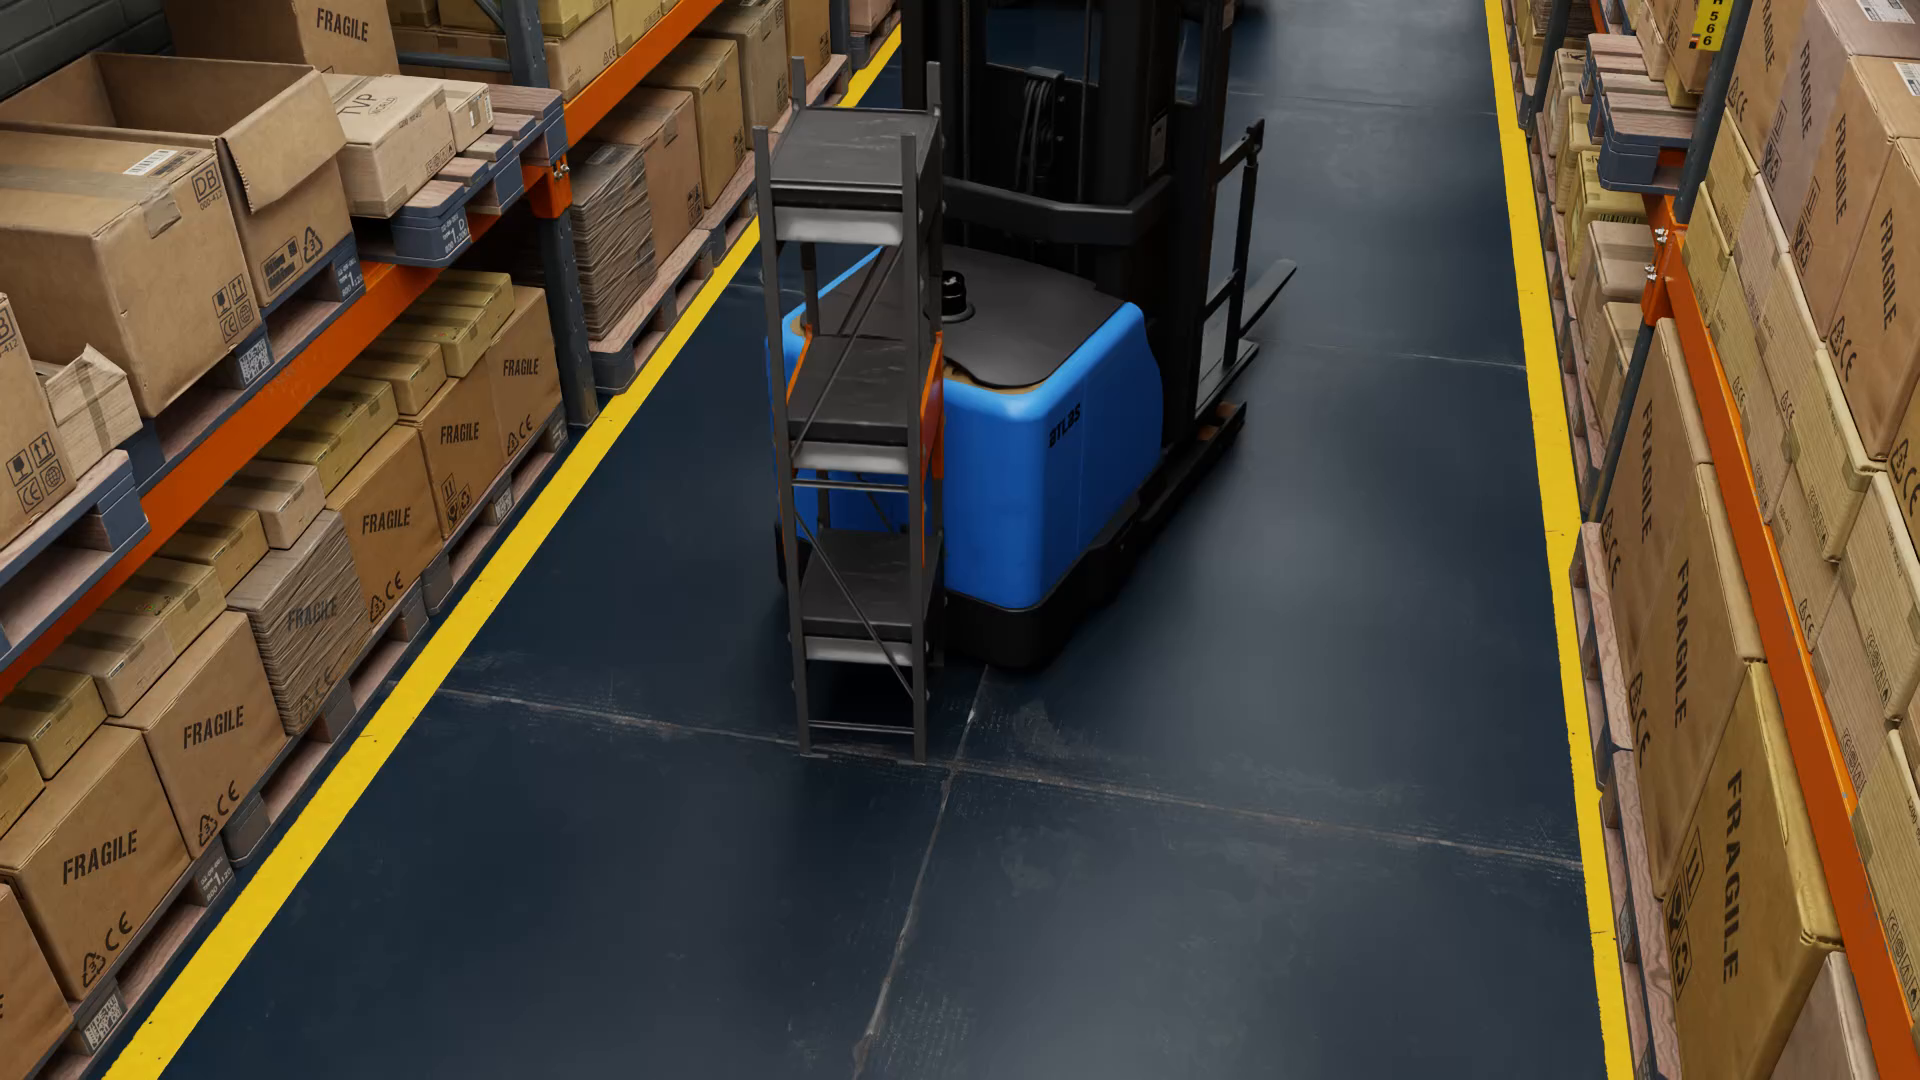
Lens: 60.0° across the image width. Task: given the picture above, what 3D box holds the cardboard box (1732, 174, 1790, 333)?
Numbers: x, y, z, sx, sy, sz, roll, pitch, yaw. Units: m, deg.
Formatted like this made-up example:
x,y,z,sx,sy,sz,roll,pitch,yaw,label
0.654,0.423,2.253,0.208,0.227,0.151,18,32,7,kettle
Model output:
x,y,z,sx,sy,sz,roll,pitch,yaw,label
2.376,-0.735,4.410,0.500,0.250,0.500,8,37,11,cardboard box

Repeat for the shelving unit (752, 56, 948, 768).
x,y,z,sx,sy,sz,roll,pitch,yaw,label
-0.281,-0.290,4.860,0.431,2.100,0.503,4,36,5,shelving unit

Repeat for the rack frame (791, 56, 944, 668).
x,y,z,sx,sy,sz,roll,pitch,yaw,label
-0.254,-0.432,5.057,0.400,2.100,0.015,4,36,5,rack frame

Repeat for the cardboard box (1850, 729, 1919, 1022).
x,y,z,sx,sy,sz,roll,pitch,yaw,label
1.942,0.625,2.960,0.500,0.250,0.500,7,36,9,cardboard box

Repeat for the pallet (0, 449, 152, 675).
x,y,z,sx,sy,sz,roll,pitch,yaw,label
-2.590,0.158,3.640,1.003,0.211,1.213,7,37,10,pallet

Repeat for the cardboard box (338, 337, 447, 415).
x,y,z,sx,sy,sz,roll,pitch,yaw,label
-1.998,-0.569,5.698,0.380,0.149,0.250,6,36,8,cardboard box

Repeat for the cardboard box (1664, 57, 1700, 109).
x,y,z,sx,sy,sz,roll,pitch,yaw,label
2.664,-1.597,5.754,0.380,0.149,0.250,8,37,11,cardboard box

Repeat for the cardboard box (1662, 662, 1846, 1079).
x,y,z,sx,sy,sz,roll,pitch,yaw,label
2.222,0.950,3.835,0.875,0.875,0.875,8,37,11,cardboard box

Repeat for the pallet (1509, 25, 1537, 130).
x,y,z,sx,sy,sz,roll,pitch,yaw,label
3.800,-2.702,9.799,1.003,0.211,1.213,7,37,10,pallet

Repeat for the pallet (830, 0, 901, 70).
x,y,z,sx,sy,sz,roll,pitch,yaw,label
-0.948,-3.384,10.739,1.003,0.211,1.213,7,37,10,pallet

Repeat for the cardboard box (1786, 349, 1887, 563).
x,y,z,sx,sy,sz,roll,pitch,yaw,label
2.137,-0.161,3.619,0.500,0.250,0.500,8,37,11,cardboard box

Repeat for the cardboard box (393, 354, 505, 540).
x,y,z,sx,sy,sz,roll,pitch,yaw,label
-2.010,-0.372,5.979,0.500,0.500,0.500,7,36,9,cardboard box

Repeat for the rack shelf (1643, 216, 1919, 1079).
x,y,z,sx,sy,sz,roll,pitch,yaw,label
2.410,0.289,3.908,1.077,0.370,4.000,7,37,10,rack shelf

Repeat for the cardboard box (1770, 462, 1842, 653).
x,y,z,sx,sy,sz,roll,pitch,yaw,label
2.175,0.041,3.765,0.500,0.250,0.500,7,37,10,cardboard box

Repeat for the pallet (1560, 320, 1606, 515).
x,y,z,sx,sy,sz,roll,pitch,yaw,label
3.006,-0.468,6.715,1.003,0.211,1.213,7,37,10,pallet

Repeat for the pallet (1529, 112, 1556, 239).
x,y,z,sx,sy,sz,roll,pitch,yaw,label
3.527,-1.866,8.645,1.003,0.211,1.213,7,37,10,pallet

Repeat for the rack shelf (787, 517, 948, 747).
x,y,z,sx,sy,sz,roll,pitch,yaw,label
-0.281,0.288,5.279,0.431,0.518,0.480,4,36,5,rack shelf

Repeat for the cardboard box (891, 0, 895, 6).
x,y,z,sx,sy,sz,roll,pitch,yaw,label
-0.638,-3.648,10.712,0.500,0.250,0.500,7,36,9,cardboard box

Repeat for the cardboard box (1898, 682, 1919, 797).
x,y,z,sx,sy,sz,roll,pitch,yaw,label
1.939,0.432,2.800,0.500,0.250,0.500,8,37,11,cardboard box

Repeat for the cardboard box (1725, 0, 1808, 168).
x,y,z,sx,sy,sz,roll,pitch,yaw,label
2.493,-1.342,4.608,0.500,0.500,0.500,6,36,8,cardboard box

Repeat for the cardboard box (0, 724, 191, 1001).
x,y,z,sx,sy,sz,roll,pitch,yaw,label
-2.440,0.811,4.347,0.500,0.500,0.500,7,36,9,cardboard box

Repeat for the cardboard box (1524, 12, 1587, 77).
x,y,z,sx,sy,sz,roll,pitch,yaw,label
3.555,-2.871,9.641,0.500,0.250,0.500,9,37,12,cardboard box

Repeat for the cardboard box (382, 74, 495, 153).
x,y,z,sx,sy,sz,roll,pitch,yaw,label
-1.778,-1.412,5.499,0.380,0.149,0.250,8,37,11,cardboard box

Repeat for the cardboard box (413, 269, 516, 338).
x,y,z,sx,sy,sz,roll,pitch,yaw,label
-1.871,-0.875,6.120,0.380,0.149,0.250,6,36,8,cardboard box

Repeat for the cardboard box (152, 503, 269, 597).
x,y,z,sx,sy,sz,roll,pitch,yaw,label
-2.284,0.017,4.890,0.380,0.149,0.250,7,37,10,cardboard box

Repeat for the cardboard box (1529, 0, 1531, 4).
x,y,z,sx,sy,sz,roll,pitch,yaw,label
3.663,-3.467,9.824,0.500,0.500,0.500,8,37,11,cardboard box

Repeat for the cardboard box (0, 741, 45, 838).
x,y,z,sx,sy,sz,roll,pitch,yaw,label
-2.503,0.614,4.066,0.380,0.149,0.250,6,36,8,cardboard box

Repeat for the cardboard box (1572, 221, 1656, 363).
x,y,z,sx,sy,sz,roll,pitch,yaw,label
3.117,-1.002,6.957,0.950,0.372,0.625,7,36,9,cardboard box

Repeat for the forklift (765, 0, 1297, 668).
x,y,z,sx,sy,sz,roll,pitch,yaw,label
0.512,-1.605,5.966,1.130,2.935,3.031,18,40,23,forklift

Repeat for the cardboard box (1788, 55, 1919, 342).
x,y,z,sx,sy,sz,roll,pitch,yaw,label
2.271,-0.762,3.808,0.500,0.500,0.500,8,37,11,cardboard box

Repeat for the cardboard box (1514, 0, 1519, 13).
x,y,z,sx,sy,sz,roll,pitch,yaw,label
3.772,-3.469,10.465,0.500,0.250,0.500,8,37,11,cardboard box

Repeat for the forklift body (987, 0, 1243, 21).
x,y,z,sx,sy,sz,roll,pitch,yaw,label
1.073,-4.696,10.896,2.313,2.155,1.214,7,37,10,forklift body

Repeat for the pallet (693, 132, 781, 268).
x,y,z,sx,sy,sz,roll,pitch,yaw,label
-1.536,-1.804,8.559,1.003,0.211,1.213,7,37,10,pallet

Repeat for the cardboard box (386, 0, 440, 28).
x,y,z,sx,sy,sz,roll,pitch,yaw,label
-2.188,-2.203,6.435,0.500,0.250,0.500,8,37,11,cardboard box

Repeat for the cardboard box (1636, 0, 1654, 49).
x,y,z,sx,sy,sz,roll,pitch,yaw,label
2.736,-1.891,6.159,0.380,0.149,0.250,6,36,8,cardboard box

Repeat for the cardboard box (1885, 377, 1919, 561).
x,y,z,sx,sy,sz,roll,pitch,yaw,label
2.064,-0.174,2.997,0.500,0.500,0.500,8,37,11,cardboard box

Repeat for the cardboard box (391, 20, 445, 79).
x,y,z,sx,sy,sz,roll,pitch,yaw,label
-2.167,-1.998,6.578,0.500,0.250,0.500,7,36,9,cardboard box

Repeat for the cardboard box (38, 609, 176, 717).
x,y,z,sx,sy,sz,roll,pitch,yaw,label
-2.368,0.317,4.476,0.380,0.149,0.250,7,37,10,cardboard box

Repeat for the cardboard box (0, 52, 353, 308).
x,y,z,sx,sy,sz,roll,pitch,yaw,label
-2.181,-1.022,4.658,0.797,0.503,0.637,7,36,9,cardboard box

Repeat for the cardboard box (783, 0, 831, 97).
x,y,z,sx,sy,sz,roll,pitch,yaw,label
-1.259,-2.970,9.458,0.875,0.625,0.625,9,37,12,cardboard box

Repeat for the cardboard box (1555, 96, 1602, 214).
x,y,z,sx,sy,sz,roll,pitch,yaw,label
3.432,-1.834,8.106,0.950,0.372,0.625,10,37,13,cardboard box

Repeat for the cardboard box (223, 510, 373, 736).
x,y,z,sx,sy,sz,roll,pitch,yaw,label
-2.212,0.229,5.151,0.500,0.500,0.500,6,36,8,cardboard box

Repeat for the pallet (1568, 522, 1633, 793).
x,y,z,sx,sy,sz,roll,pitch,yaw,label
2.595,0.423,5.487,1.003,0.211,1.213,7,37,10,pallet

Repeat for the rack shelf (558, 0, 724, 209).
x,y,z,sx,sy,sz,roll,pitch,yaw,label
-1.586,-2.624,7.928,1.077,0.370,4.000,7,37,10,rack shelf

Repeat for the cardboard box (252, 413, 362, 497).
x,y,z,sx,sy,sz,roll,pitch,yaw,label
-2.152,-0.280,5.300,0.380,0.149,0.250,7,36,9,cardboard box

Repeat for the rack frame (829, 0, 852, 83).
x,y,z,sx,sy,sz,roll,pitch,yaw,label
-1.158,-4.062,9.299,1.000,3.000,0.127,7,37,10,rack frame

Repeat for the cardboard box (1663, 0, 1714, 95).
x,y,z,sx,sy,sz,roll,pitch,yaw,label
2.663,-1.775,5.447,0.500,0.500,0.500,6,36,9,cardboard box

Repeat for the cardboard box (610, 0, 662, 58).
x,y,z,sx,sy,sz,roll,pitch,yaw,label
-1.567,-2.220,6.884,0.500,0.250,0.500,7,36,9,cardboard box

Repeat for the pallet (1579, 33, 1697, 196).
x,y,z,sx,sy,sz,roll,pitch,yaw,label
2.885,-1.493,5.917,1.213,0.211,1.003,7,37,10,pallet

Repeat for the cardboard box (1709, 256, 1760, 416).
x,y,z,sx,sy,sz,roll,pitch,yaw,label
2.394,-0.542,4.570,0.500,0.250,0.500,6,36,9,cardboard box

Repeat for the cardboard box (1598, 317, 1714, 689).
x,y,z,sx,sy,sz,roll,pitch,yaw,label
2.609,-0.073,5.247,0.875,0.875,0.875,7,37,10,cardboard box

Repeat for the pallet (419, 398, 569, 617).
x,y,z,sx,sy,sz,roll,pitch,yaw,label
-2.209,-0.216,6.369,1.003,0.211,1.213,7,37,10,pallet

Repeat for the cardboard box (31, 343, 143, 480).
x,y,z,sx,sy,sz,roll,pitch,yaw,label
-2.195,-0.340,3.919,0.396,0.266,0.258,9,37,12,cardboard box

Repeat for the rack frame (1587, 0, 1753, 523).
x,y,z,sx,sy,sz,roll,pitch,yaw,label
2.837,-1.149,5.279,1.000,3.000,0.127,7,37,10,rack frame

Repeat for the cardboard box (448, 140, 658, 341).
x,y,z,sx,sy,sz,roll,pitch,yaw,label
-1.866,-1.333,7.199,0.875,0.625,0.625,8,37,11,cardboard box

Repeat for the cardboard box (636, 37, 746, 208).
x,y,z,sx,sy,sz,roll,pitch,yaw,label
-1.591,-2.095,8.250,0.875,0.625,0.625,6,36,8,cardboard box

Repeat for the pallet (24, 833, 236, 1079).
x,y,z,sx,sy,sz,roll,pitch,yaw,label
-2.730,1.182,4.439,1.003,0.211,1.213,7,37,10,pallet
